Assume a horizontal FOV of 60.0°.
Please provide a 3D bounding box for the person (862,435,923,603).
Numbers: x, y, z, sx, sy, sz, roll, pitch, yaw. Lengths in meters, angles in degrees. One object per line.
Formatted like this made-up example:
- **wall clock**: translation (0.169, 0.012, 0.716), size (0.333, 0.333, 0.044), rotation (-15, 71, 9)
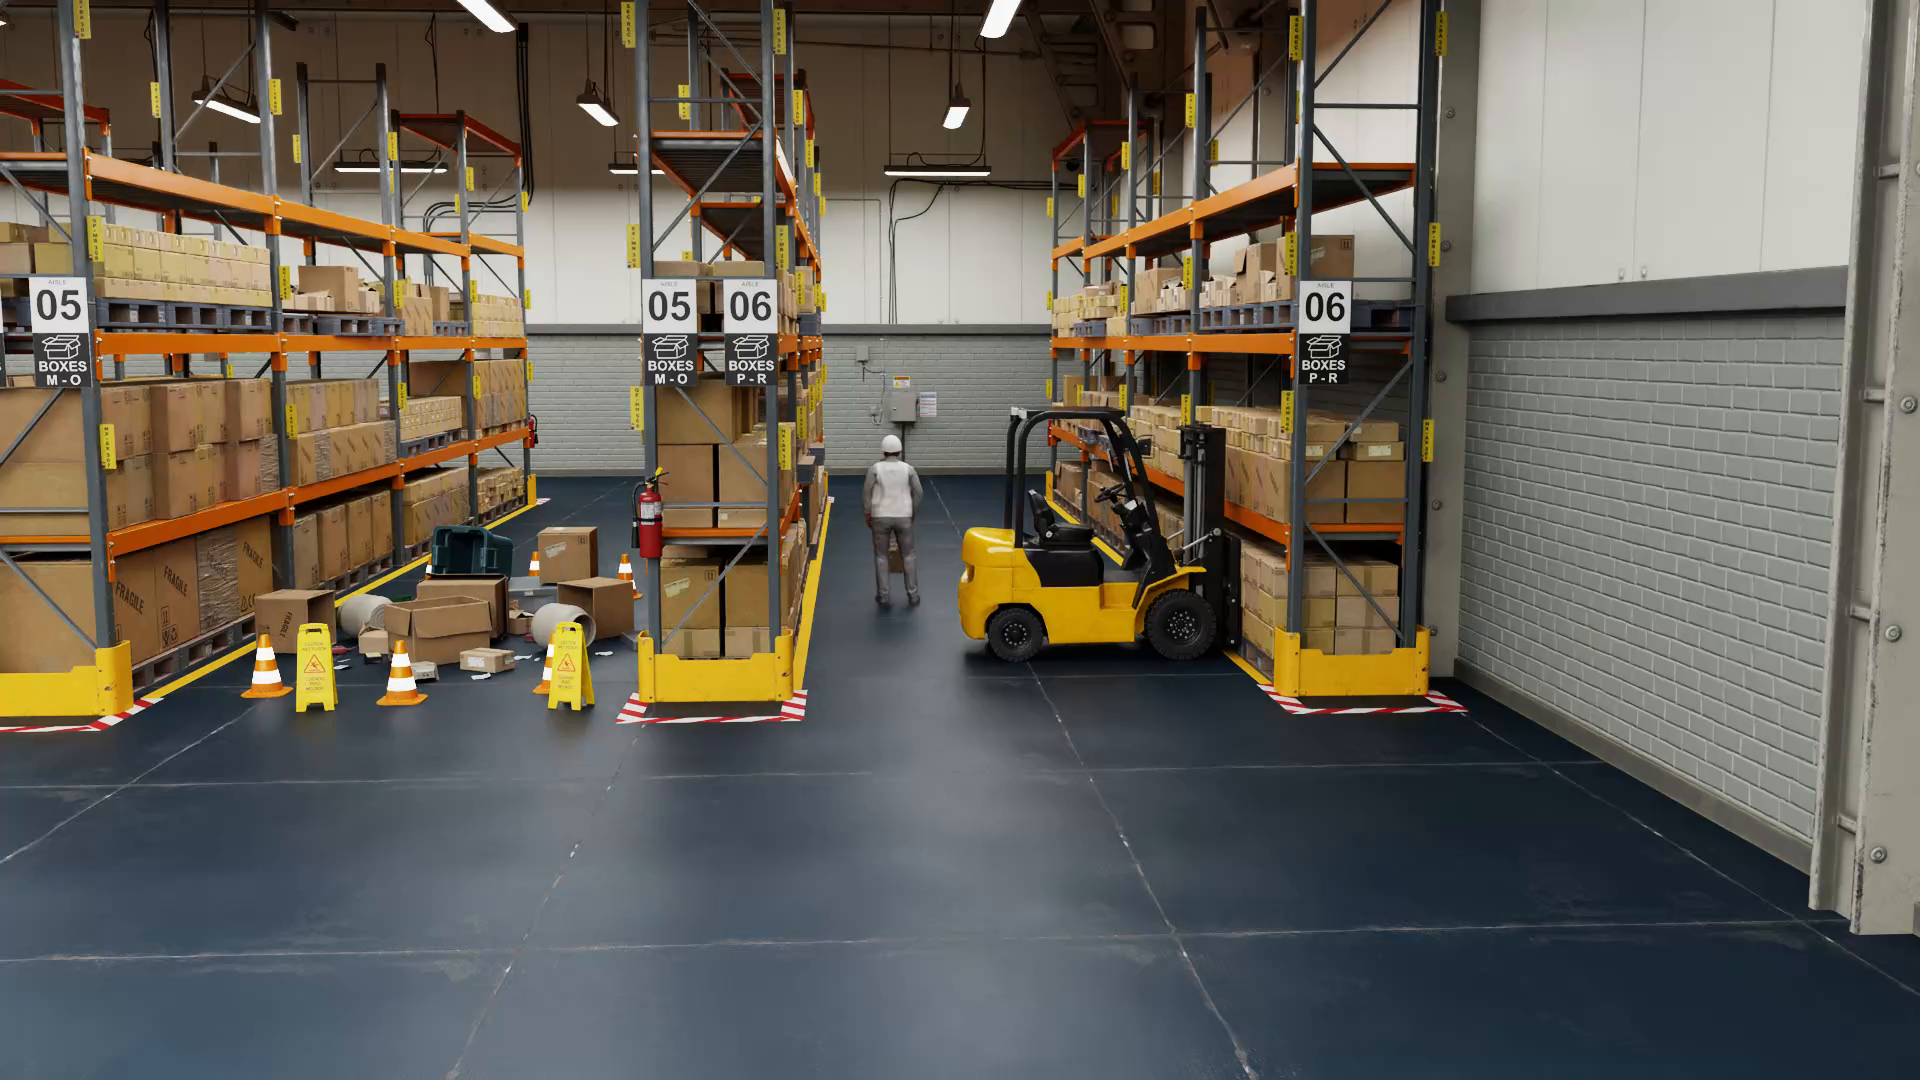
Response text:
- **person**: translation (-0.716, -0.231, 17.635), size (0.654, 1.755, 0.483), rotation (-1, 7, -5)
